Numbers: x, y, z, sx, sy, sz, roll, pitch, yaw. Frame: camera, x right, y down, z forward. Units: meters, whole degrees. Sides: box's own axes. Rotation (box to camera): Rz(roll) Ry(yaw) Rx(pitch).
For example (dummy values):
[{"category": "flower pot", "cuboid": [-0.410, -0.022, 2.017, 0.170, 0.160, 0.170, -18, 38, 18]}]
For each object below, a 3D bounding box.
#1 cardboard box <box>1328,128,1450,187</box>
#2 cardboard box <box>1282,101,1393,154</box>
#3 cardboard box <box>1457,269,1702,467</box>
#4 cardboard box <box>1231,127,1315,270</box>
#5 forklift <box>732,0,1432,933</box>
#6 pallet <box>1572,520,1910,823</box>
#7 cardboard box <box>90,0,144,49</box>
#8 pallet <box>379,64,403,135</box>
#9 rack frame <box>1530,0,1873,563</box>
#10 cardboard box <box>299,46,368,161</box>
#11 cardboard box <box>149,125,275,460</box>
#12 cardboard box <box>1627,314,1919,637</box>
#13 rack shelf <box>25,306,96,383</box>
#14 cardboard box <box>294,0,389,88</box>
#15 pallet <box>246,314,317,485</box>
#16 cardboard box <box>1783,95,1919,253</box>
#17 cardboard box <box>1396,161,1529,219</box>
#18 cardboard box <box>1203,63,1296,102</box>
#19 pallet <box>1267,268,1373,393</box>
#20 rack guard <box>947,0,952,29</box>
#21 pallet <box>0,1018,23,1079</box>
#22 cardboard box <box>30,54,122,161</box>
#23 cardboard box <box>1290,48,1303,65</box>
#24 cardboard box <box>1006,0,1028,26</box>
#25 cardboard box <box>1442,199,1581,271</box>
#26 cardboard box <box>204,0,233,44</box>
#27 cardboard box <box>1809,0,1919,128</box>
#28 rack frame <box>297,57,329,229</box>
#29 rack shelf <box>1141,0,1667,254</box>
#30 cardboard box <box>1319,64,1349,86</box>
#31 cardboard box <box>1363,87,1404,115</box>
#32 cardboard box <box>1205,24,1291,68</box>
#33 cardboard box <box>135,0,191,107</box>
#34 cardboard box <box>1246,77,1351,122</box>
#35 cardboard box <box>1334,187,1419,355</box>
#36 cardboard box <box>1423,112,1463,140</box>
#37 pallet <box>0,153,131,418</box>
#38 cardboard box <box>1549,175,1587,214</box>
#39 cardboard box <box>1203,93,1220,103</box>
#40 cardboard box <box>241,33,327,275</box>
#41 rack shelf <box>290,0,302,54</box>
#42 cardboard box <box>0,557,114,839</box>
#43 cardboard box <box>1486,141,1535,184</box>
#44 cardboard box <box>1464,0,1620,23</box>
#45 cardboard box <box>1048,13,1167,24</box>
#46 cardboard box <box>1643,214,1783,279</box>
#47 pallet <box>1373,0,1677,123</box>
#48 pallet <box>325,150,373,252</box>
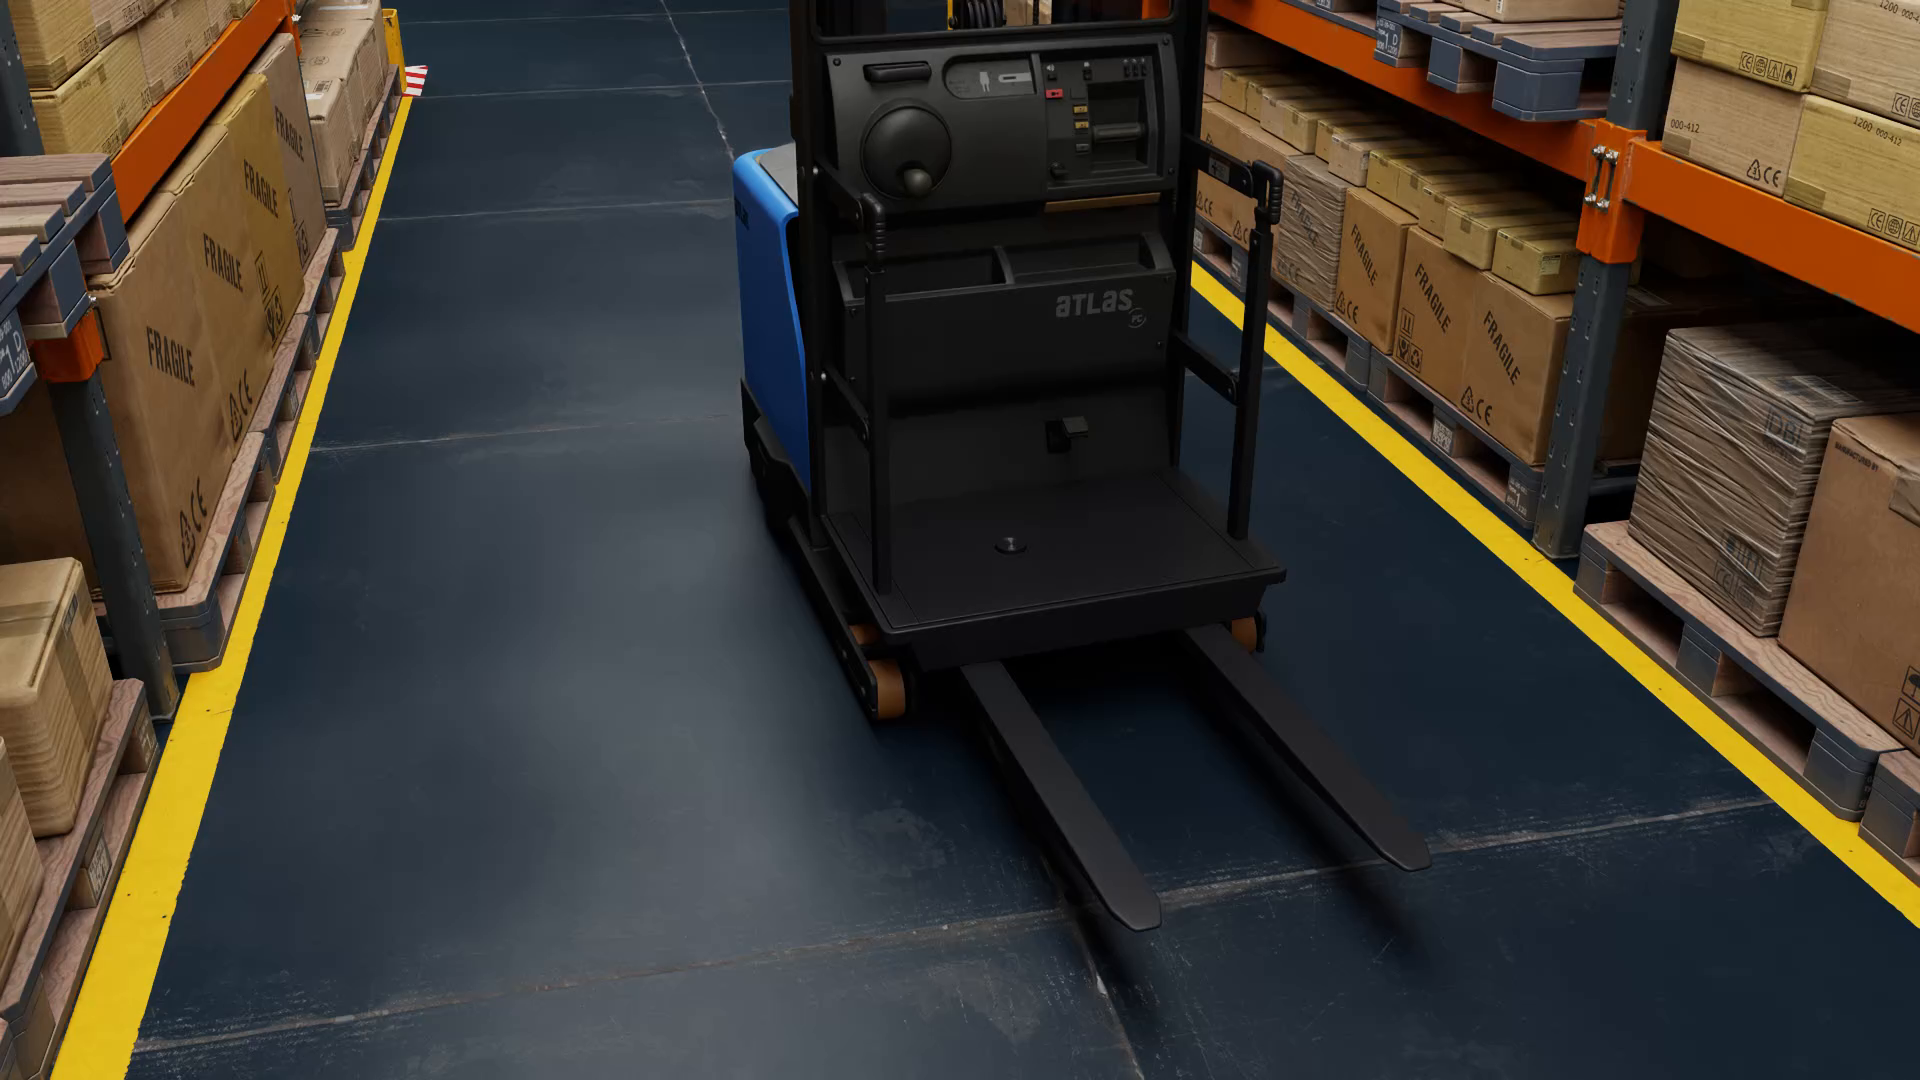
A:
[{"category": "cardboard box", "cuboid": [1.662, -1.485, 6.451, 0.380, 0.149, 0.250, -7, 28, -14]}, {"category": "cardboard box", "cuboid": [1.567, -1.713, 6.904, 0.380, 0.149, 0.250, -5, 27, -10]}, {"category": "cardboard box", "cuboid": [1.987, -0.583, 5.384, 0.500, 0.500, 0.500, -5, 27, -10]}, {"category": "cardboard box", "cuboid": [1.518, -1.488, 7.177, 0.500, 0.500, 0.500, -7, 28, -13]}, {"category": "forklift", "cuboid": [0.191, -1.042, 4.061, 1.130, 2.935, 3.031, -8, 28, -16]}, {"category": "pallet", "cuboid": [2.439, 0.263, 4.496, 1.003, 0.211, 1.213, -6, 27, -12]}, {"category": "cardboard box", "cuboid": [-2.533, -1.473, 4.451, 0.500, 0.250, 0.500, -5, 27, -10]}, {"category": "pallet", "cuboid": [-4.090, -2.766, 10.496, 1.003, 0.211, 1.213, -6, 27, -12]}, {"category": "rack frame", "cuboid": [2.292, -1.348, 4.591, 1.000, 3.000, 0.127, -6, 27, -12]}, {"category": "cardboard box", "cuboid": [-3.684, -2.321, 8.897, 0.875, 0.438, 0.875, -7, 28, -13]}, {"category": "cardboard box", "cuboid": [-2.815, -0.785, 5.367, 0.875, 0.875, 0.875, -6, 27, -11]}, {"category": "cardboard box", "cuboid": [2.419, -0.200, 4.486, 0.875, 0.625, 0.625, -5, 27, -10]}, {"category": "rack shelf", "cuboid": [-2.093, 0.357, 2.012, 1.077, 0.370, 4.000, -6, 27, -12]}, {"category": "cardboard box", "cuboid": [-4.100, -3.118, 10.476, 0.875, 0.438, 0.875, -7, 28, -13]}, {"category": "pallet", "cuboid": [-2.919, -0.485, 5.977, 1.003, 0.211, 1.213, -6, 27, -12]}, {"category": "cardboard box", "cuboid": [2.262, -0.840, 3.751, 0.500, 0.250, 0.500, -7, 28, -13]}, {"category": "cardboard box", "cuboid": [1.810, -1.257, 6.000, 0.380, 0.149, 0.250, -5, 27, -10]}, {"category": "cardboard box", "cuboid": [1.350, -2.167, 7.802, 0.380, 0.149, 0.250, -7, 28, -13]}, {"category": "pallet", "cuboid": [1.889, -0.969, 6.935, 1.003, 0.211, 1.213, -6, 27, -12]}, {"category": "rack guard", "cuboid": [0.506, -3.710, 12.046, 1.175, 0.500, 0.348, -6, 27, -12]}, {"category": "pallet", "cuboid": [-2.097, 1.281, 2.479, 1.003, 0.211, 1.213, -6, 27, -12]}, {"category": "cardboard box", "cuboid": [-2.409, -1.015, 4.099, 0.500, 0.250, 0.500, -6, 27, -12]}, {"category": "cardboard box", "cuboid": [1.754, -2.333, 8.131, 0.380, 0.149, 0.250, -7, 28, -14]}, {"category": "cardboard box", "cuboid": [0.689, -3.274, 10.715, 0.700, 0.500, 0.500, -5, 27, -9]}, {"category": "cardboard box", "cuboid": [1.842, -1.017, 5.523, 0.380, 0.149, 0.250, -7, 28, -14]}, {"category": "cardboard box", "cuboid": [-2.889, -1.913, 5.877, 0.500, 0.250, 0.500, -7, 28, -13]}, {"category": "cardboard box", "cuboid": [2.265, -1.064, 3.641, 0.500, 0.250, 0.500, -5, 27, -10]}, {"category": "rack frame", "cuboid": [-3.445, -2.598, 7.068, 1.000, 3.000, 0.127, -6, 27, -12]}, {"category": "rack shelf", "cuboid": [1.841, -1.905, 6.493, 1.077, 0.370, 4.000, -6, 27, -12]}, {"category": "cardboard box", "cuboid": [1.882, -2.112, 7.693, 0.380, 0.149, 0.250, -6, 27, -11]}, {"category": "cardboard box", "cuboid": [1.975, -1.876, 7.225, 0.380, 0.149, 0.250, -5, 27, -10]}, {"category": "cardboard box", "cuboid": [1.317, -2.304, 7.744, 0.380, 0.149, 0.250, -7, 28, -14]}, {"category": "cardboard box", "cuboid": [-2.654, -1.470, 5.000, 0.500, 0.250, 0.500, -5, 27, -10]}, {"category": "cardboard box", "cuboid": [1.493, -1.936, 7.345, 0.380, 0.149, 0.250, -6, 27, -12]}, {"category": "cardboard box", "cuboid": [1.764, -1.033, 6.276, 0.500, 0.500, 0.500, -5, 27, -9]}, {"category": "cardboard box", "cuboid": [2.115, -1.655, 6.787, 0.380, 0.149, 0.250, -7, 28, -14]}, {"category": "pallet", "cuboid": [-2.279, -0.454, 3.034, 1.213, 0.211, 1.003, -6, 27, -12]}, {"category": "cardboard box", "cuboid": [2.310, -1.190, 5.867, 0.380, 0.149, 0.250, -6, 27, -11]}, {"category": "cardboard box", "cuboid": [1.280, -1.940, 8.073, 0.500, 0.500, 0.500, -5, 27, -9]}, {"category": "cardboard box", "cuboid": [-3.227, -1.573, 6.929, 0.875, 0.875, 0.875, -5, 27, -10]}, {"category": "rack shelf", "cuboid": [-3.896, -3.155, 8.970, 1.077, 0.370, 4.000, -6, 27, -12]}, {"category": "cardboard box", "cuboid": [-2.426, 0.393, 3.593, 0.950, 0.372, 0.625, -8, 28, -15]}, {"category": "cardboard box", "cuboid": [2.233, -1.428, 6.339, 0.380, 0.149, 0.250, -7, 28, -13]}, {"category": "cardboard box", "cuboid": [1.770, -1.672, 5.047, 0.380, 0.149, 0.250, -5, 27, -11]}, {"category": "cardboard box", "cuboid": [0.923, -2.818, 9.813, 0.700, 0.500, 0.500, -7, 28, -14]}, {"category": "cardboard box", "cuboid": [2.478, -0.969, 5.430, 0.380, 0.149, 0.250, -5, 27, -9]}, {"category": "pallet", "cuboid": [2.070, -1.552, 5.210, 1.213, 0.211, 1.003, -6, 27, -12]}, {"category": "pallet", "cuboid": [-3.540, -1.695, 8.374, 1.003, 0.211, 1.213, -6, 27, -12]}]
